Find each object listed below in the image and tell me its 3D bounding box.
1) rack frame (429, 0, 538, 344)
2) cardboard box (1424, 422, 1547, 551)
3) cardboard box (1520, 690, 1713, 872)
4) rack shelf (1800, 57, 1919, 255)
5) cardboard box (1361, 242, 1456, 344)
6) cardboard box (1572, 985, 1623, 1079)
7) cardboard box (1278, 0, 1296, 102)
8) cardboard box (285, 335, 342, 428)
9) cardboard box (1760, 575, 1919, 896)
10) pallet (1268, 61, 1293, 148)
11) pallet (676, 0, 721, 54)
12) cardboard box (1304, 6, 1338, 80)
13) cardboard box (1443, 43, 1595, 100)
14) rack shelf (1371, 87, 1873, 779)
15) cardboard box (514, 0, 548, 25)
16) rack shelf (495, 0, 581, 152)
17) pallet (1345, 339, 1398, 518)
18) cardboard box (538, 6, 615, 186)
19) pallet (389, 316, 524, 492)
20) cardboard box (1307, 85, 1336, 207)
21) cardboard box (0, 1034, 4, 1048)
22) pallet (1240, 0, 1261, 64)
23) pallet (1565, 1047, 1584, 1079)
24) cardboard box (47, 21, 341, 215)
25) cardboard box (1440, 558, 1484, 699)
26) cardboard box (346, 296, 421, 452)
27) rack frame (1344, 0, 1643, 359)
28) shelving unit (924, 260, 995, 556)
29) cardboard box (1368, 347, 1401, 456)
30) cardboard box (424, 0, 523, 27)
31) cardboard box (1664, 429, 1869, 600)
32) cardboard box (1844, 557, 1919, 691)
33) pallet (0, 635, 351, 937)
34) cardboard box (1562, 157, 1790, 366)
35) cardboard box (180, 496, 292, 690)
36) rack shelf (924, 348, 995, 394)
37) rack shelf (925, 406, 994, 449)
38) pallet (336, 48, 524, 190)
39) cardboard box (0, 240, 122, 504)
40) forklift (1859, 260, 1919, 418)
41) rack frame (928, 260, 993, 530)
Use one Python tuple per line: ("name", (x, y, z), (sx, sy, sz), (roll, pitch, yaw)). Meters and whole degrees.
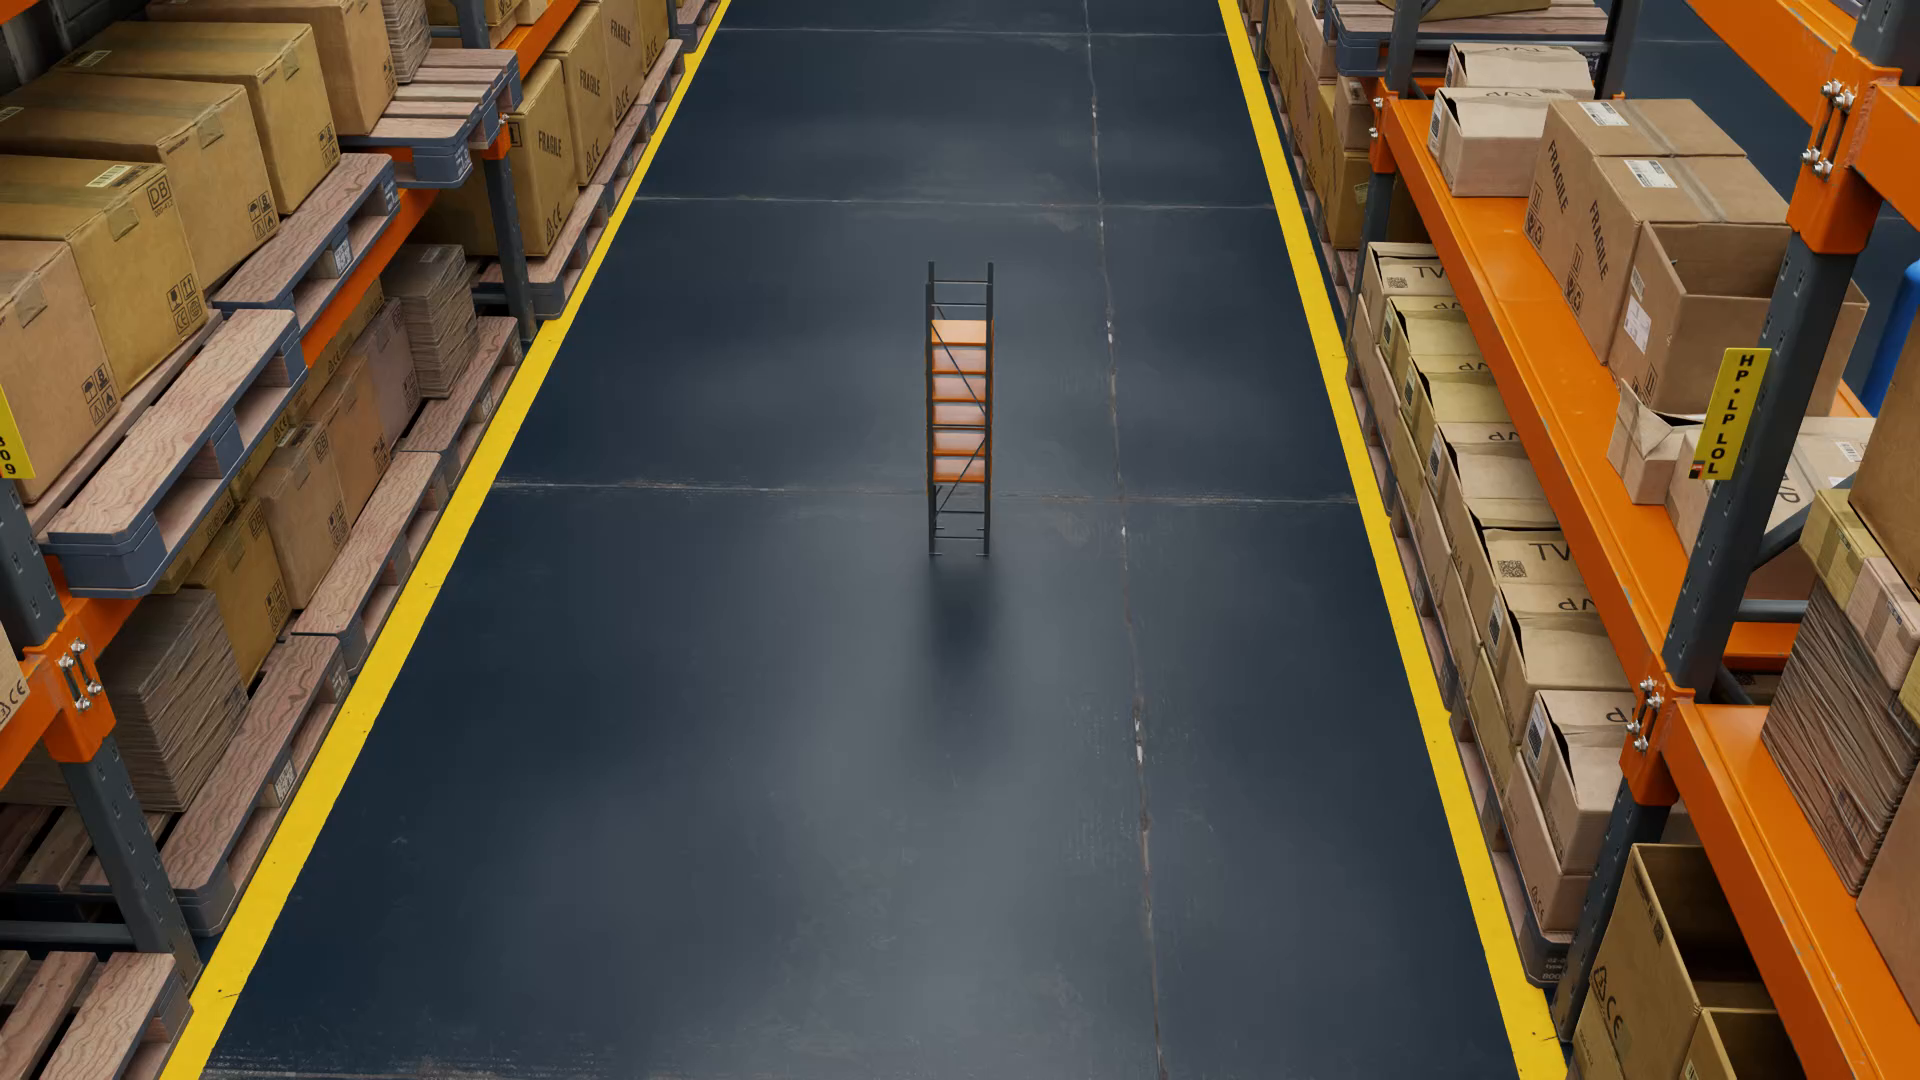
("rack frame", (-2.586, -2.230, 7.315), (1.000, 3.000, 0.127), (1, 35, 2))
("cardboard box", (1.993, -0.210, 5.978), (0.500, 0.311, 0.500), (1, 35, 1))
("cardboard box", (1.933, 0.664, 4.734), (0.500, 0.311, 0.500), (1, 35, 2))
("rack shelf", (2.122, 0.396, 1.594), (1.077, 0.370, 4.000), (1, 35, 2))
("cardboard box", (2.049, -1.100, 7.245), (0.500, 0.311, 0.500), (2, 35, 3))
("cardboard box", (1.881, 1.393, 4.186), (0.500, 0.250, 0.500), (1, 35, 2))
("cardboard box", (2.251, -2.995, 10.193), (0.500, 0.500, 0.500), (2, 35, 3))
("cardboard box", (-2.664, -0.658, 6.217), (0.500, 0.250, 0.500), (1, 35, 2))
("cardboard box", (2.191, 0.394, 3.493), (0.700, 0.500, 0.500), (0, 35, 1))
("pallet", (2.529, -2.807, 10.561), (1.003, 0.211, 1.213), (1, 35, 2))
("pallet", (-2.317, -3.823, 12.006), (1.003, 0.211, 1.213), (1, 35, 2))
("cardboard box", (2.201, -2.745, 9.187), (0.500, 0.250, 0.500), (1, 35, 1))
("cardboard box", (2.305, -1.874, 6.885), (0.500, 0.311, 0.500), (3, 35, 5))
("rack shelf", (2.283, -0.675, 5.727), (1.077, 0.370, 4.000), (1, 35, 2))
("cardboard box", (-2.228, -2.615, 8.063), (0.380, 0.149, 0.250), (2, 35, 3))
("rack shelf", (-2.506, -3.085, 9.157), (1.077, 0.370, 4.000), (1, 35, 2))
("pallet", (2.291, -0.505, 7.285), (1.003, 0.211, 1.213), (1, 35, 2))
("cardboard box", (-2.384, -2.445, 9.125), (0.750, 0.750, 0.750), (1, 35, 2))
("pallet", (-2.619, -0.641, 7.478), (1.003, 0.211, 1.213), (1, 35, 2))
("cardboard box", (2.188, -2.115, 8.943), (0.500, 0.500, 0.500), (0, 35, 0))
("cardboard box", (-2.739, 1.355, 4.295), (0.380, 0.166, 0.250), (-3, 35, -4))
("pallet", (2.553, -3.670, 11.788), (1.003, 0.211, 1.213), (1, 35, 2))
("pallet", (2.129, 1.777, 4.038), (1.003, 0.211, 1.213), (1, 35, 2))
("cardboard box", (-2.623, -1.465, 5.756), (0.700, 0.500, 0.500), (1, 35, 2))
("cardboard box", (1.972, 0.304, 5.735), (0.500, 0.250, 0.500), (2, 35, 3))
("cardboard box", (-2.700, -0.680, 6.900), (0.700, 0.500, 0.500), (1, 35, 2))
("rack frame", (2.363, -2.118, 7.155), (1.000, 3.000, 0.127), (1, 35, 2))
("shelving unit", (-0.001, -0.483, 6.393), (0.258, 1.200, 0.189), (1, 35, 2))
("cardboard box", (2.030, -0.582, 6.996), (0.500, 0.250, 0.500), (0, 35, 1))
("cardboard box", (-2.311, -2.674, 7.584), (0.500, 0.500, 0.500), (2, 35, 3))
("cardboard box", (2.179, -0.042, 4.332), (0.500, 0.250, 0.500), (3, 35, 5))
("cardboard box", (1.989, 0.168, 3.251), (0.380, 0.149, 0.250), (2, 35, 3))
("pallet", (-2.717, 0.761, 5.483), (1.003, 0.211, 1.213), (1, 35, 2))
("cardboard box", (2.291, -0.892, 5.324), (0.500, 0.500, 0.500), (1, 35, 2))
("cardboard box", (-2.764, 0.189, 5.663), (0.700, 0.500, 0.500), (1, 35, 1))
("rack shelf", (-0.001, -0.643, 6.281), (0.258, 0.103, 0.180), (1, 35, 2))
("rack shelf", (-0.001, -0.446, 6.419), (0.258, 0.103, 0.180), (1, 35, 2))
("pallet", (-2.509, -1.740, 6.784), (1.213, 0.211, 1.003), (1, 35, 2))
("cardboard box", (-2.693, -0.445, 4.305), (0.700, 0.500, 0.500), (1, 35, 2))
("forklift", (5.134, -1.629, 6.519), (3.031, 2.935, 1.130), (-21, 40, -28))
("rack frame", (0.003, -0.535, 6.468), (0.240, 1.200, 0.006), (1, 35, 2))
